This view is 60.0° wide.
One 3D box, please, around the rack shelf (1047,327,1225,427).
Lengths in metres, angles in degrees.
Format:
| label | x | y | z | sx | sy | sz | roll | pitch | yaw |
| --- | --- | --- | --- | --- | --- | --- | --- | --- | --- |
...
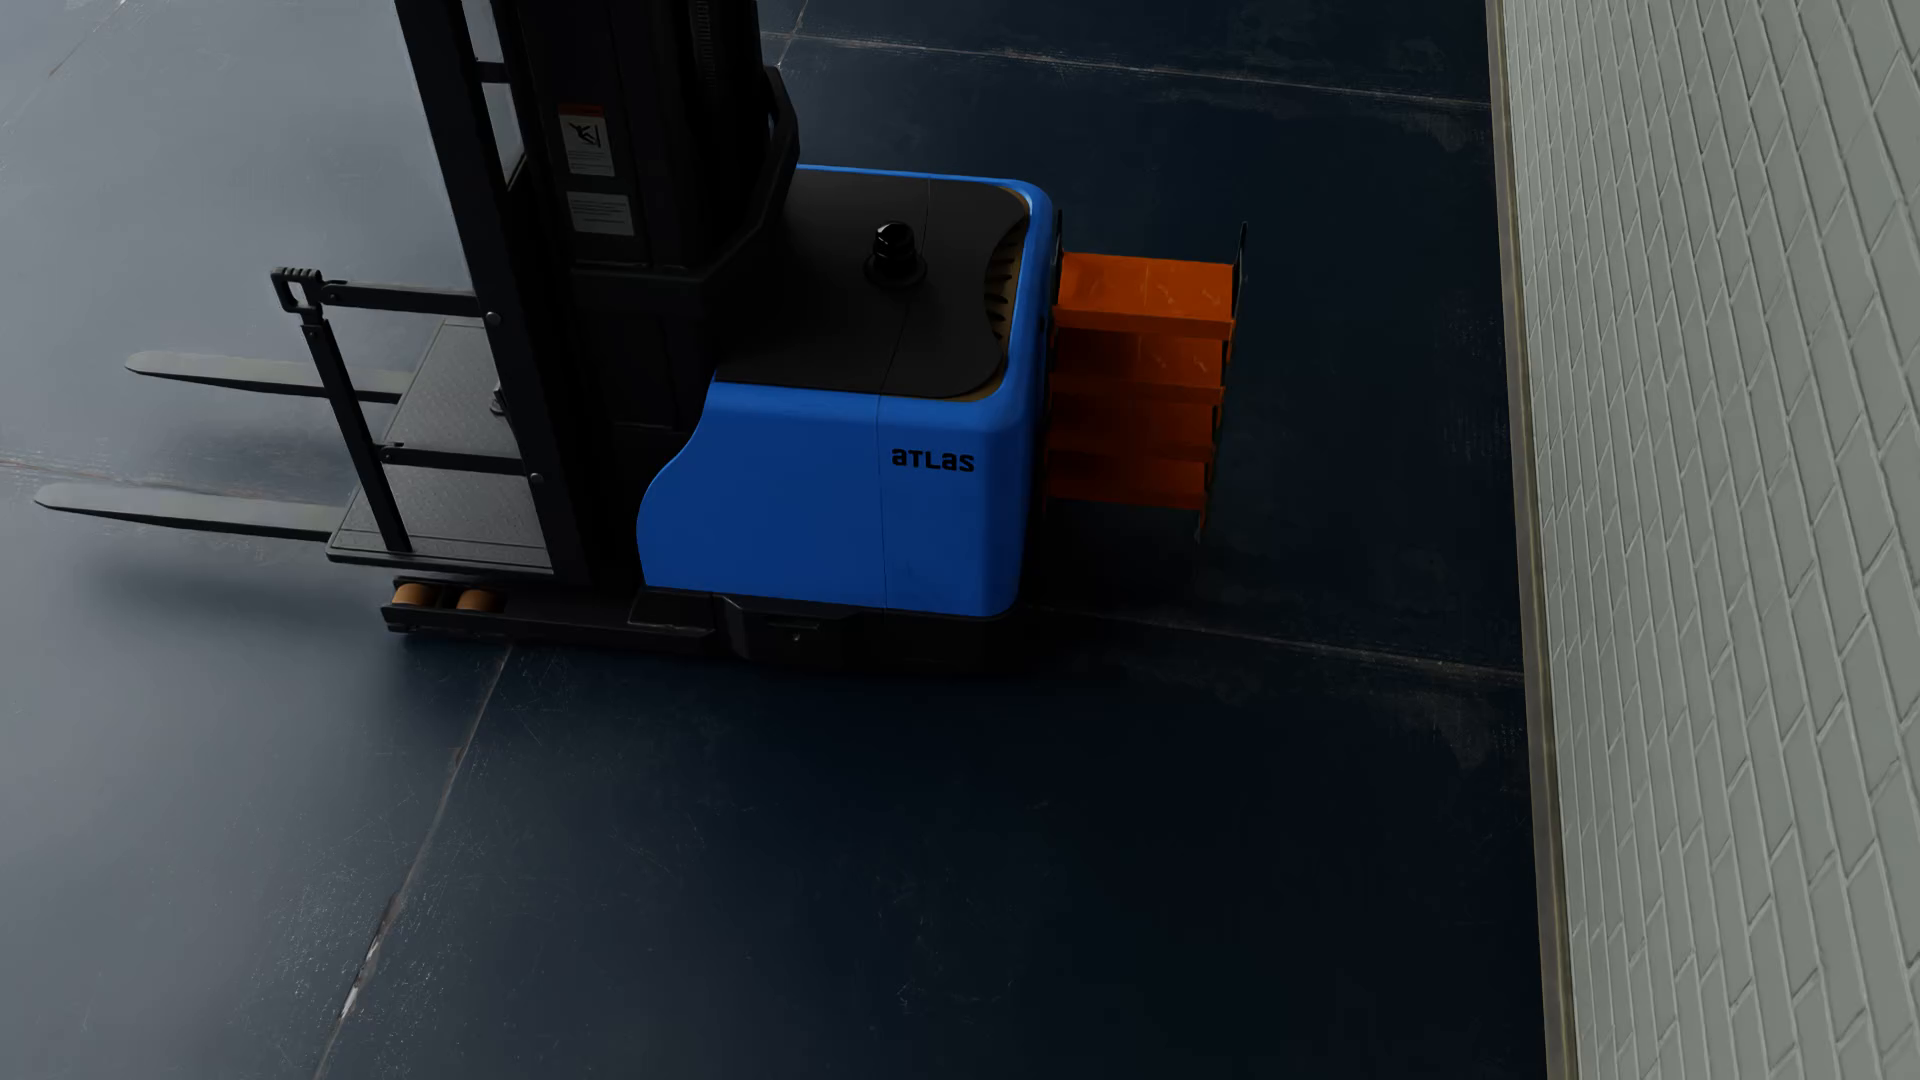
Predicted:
| label | x | y | z | sx | sy | sz | roll | pitch | yaw |
| --- | --- | --- | --- | --- | --- | --- | --- | --- | --- |
| rack shelf | 0.496 | -0.477 | 4.662 | 0.480 | 0.148 | 0.258 | 5 | 48 | 5 |

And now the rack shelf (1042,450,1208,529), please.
| label | x | y | z | sx | sy | sz | roll | pitch | yaw |
| --- | --- | --- | --- | --- | --- | --- | --- | --- | --- |
| rack shelf | 0.496 | -0.195 | 4.976 | 0.480 | 0.148 | 0.258 | 5 | 48 | 5 |

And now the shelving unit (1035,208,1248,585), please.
| label | x | y | z | sx | sy | sz | roll | pitch | yaw |
| --- | --- | --- | --- | --- | --- | --- | --- | --- | --- |
| shelving unit | 0.497 | -0.372 | 4.778 | 0.503 | 1.200 | 0.258 | 5 | 48 | 5 |

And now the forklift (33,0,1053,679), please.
| label | x | y | z | sx | sy | sz | roll | pitch | yaw |
| --- | --- | --- | --- | --- | --- | --- | --- | --- | --- |
| forklift | -1.279 | -1.060 | 4.232 | 3.031 | 2.935 | 1.130 | 5 | 48 | 5 |

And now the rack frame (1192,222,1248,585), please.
| label | x | y | z | sx | sy | sz | roll | pitch | yaw |
| --- | --- | --- | --- | --- | --- | --- | --- | --- | --- |
| rack frame | 0.739 | -0.350 | 4.758 | 0.015 | 1.200 | 0.240 | 5 | 48 | 5 |

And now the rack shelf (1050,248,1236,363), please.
| label | x | y | z | sx | sy | sz | roll | pitch | yaw |
| --- | --- | --- | --- | --- | --- | --- | --- | --- | --- |
| rack shelf | 0.496 | -0.635 | 4.486 | 0.480 | 0.148 | 0.258 | 5 | 48 | 5 |

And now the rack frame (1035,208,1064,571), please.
| label | x | y | z | sx | sy | sz | roll | pitch | yaw |
| --- | --- | --- | --- | --- | --- | --- | --- | --- | --- |
| rack frame | 0.254 | -0.394 | 4.798 | 0.015 | 1.200 | 0.240 | 5 | 48 | 5 |

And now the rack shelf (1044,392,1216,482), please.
| label | x | y | z | sx | sy | sz | roll | pitch | yaw |
| --- | --- | --- | --- | --- | --- | --- | --- | --- | --- |
| rack shelf | 0.496 | -0.327 | 4.828 | 0.480 | 0.148 | 0.258 | 5 | 48 | 5 |
